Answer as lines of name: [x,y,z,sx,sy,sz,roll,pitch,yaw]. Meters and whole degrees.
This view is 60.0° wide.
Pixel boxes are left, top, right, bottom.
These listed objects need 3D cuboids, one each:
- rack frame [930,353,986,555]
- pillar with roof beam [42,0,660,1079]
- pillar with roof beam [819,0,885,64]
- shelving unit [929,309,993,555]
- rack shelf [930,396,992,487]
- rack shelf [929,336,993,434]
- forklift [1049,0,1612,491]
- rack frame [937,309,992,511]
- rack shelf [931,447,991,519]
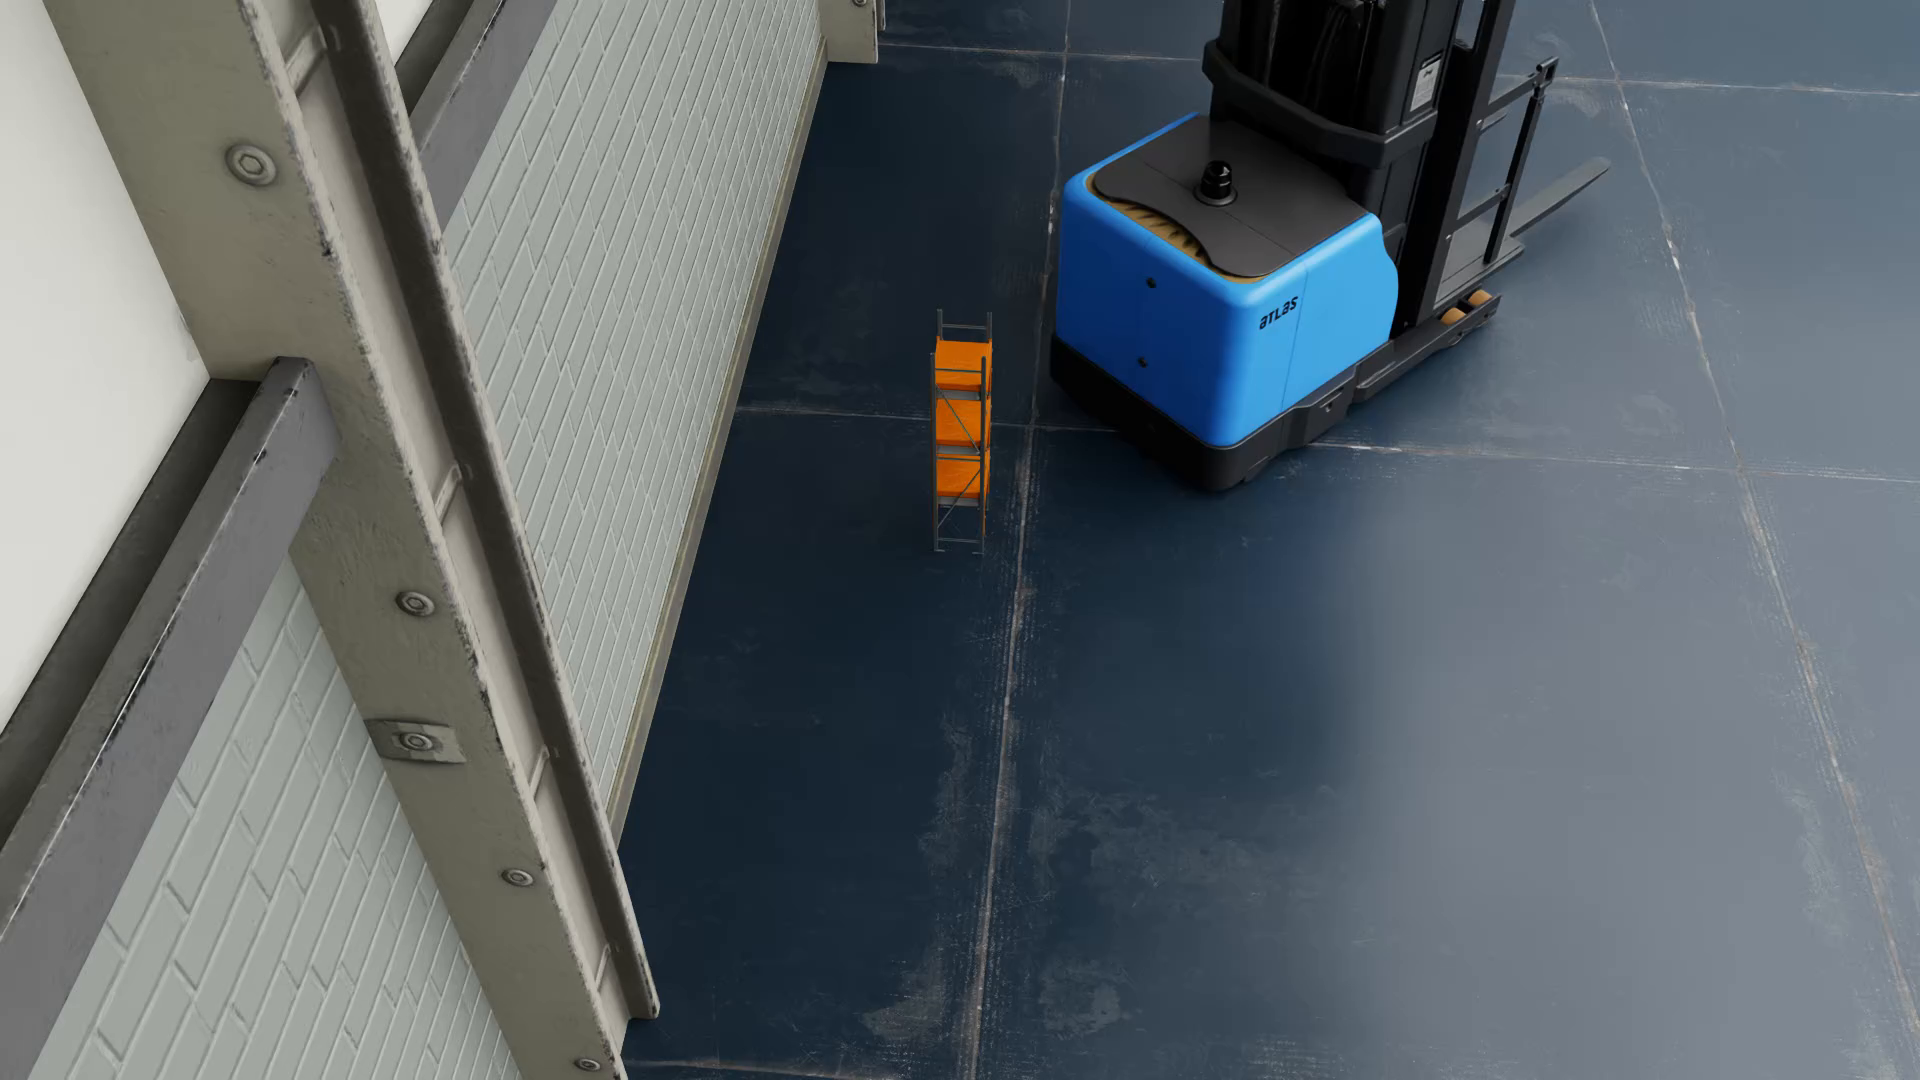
rack frame: [-0.006,-0.304,6.317,0.200,1.050,0.008,4,48,4]
pillar with roof beam: [3.146,-1.116,1.672,9.100,9.000,0.400,4,48,4]
pillar with roof beam: [3.693,-5.525,5.705,9.100,9.000,0.400,4,48,4]
shelving unit: [0.005,-0.394,6.399,0.215,1.050,0.252,4,48,4]
rack shelf: [0.005,-0.386,6.406,0.215,0.259,0.240,4,48,4]
rack shelf: [0.005,-0.578,6.197,0.215,0.259,0.240,4,48,4]
forklift: [1.834,-2.138,6.719,3.031,2.935,1.130,-33,55,-26]
rack frame: [0.016,-0.483,6.481,0.200,1.050,0.008,4,48,4]
rack shelf: [0.005,-0.199,6.611,0.215,0.259,0.240,4,48,4]
